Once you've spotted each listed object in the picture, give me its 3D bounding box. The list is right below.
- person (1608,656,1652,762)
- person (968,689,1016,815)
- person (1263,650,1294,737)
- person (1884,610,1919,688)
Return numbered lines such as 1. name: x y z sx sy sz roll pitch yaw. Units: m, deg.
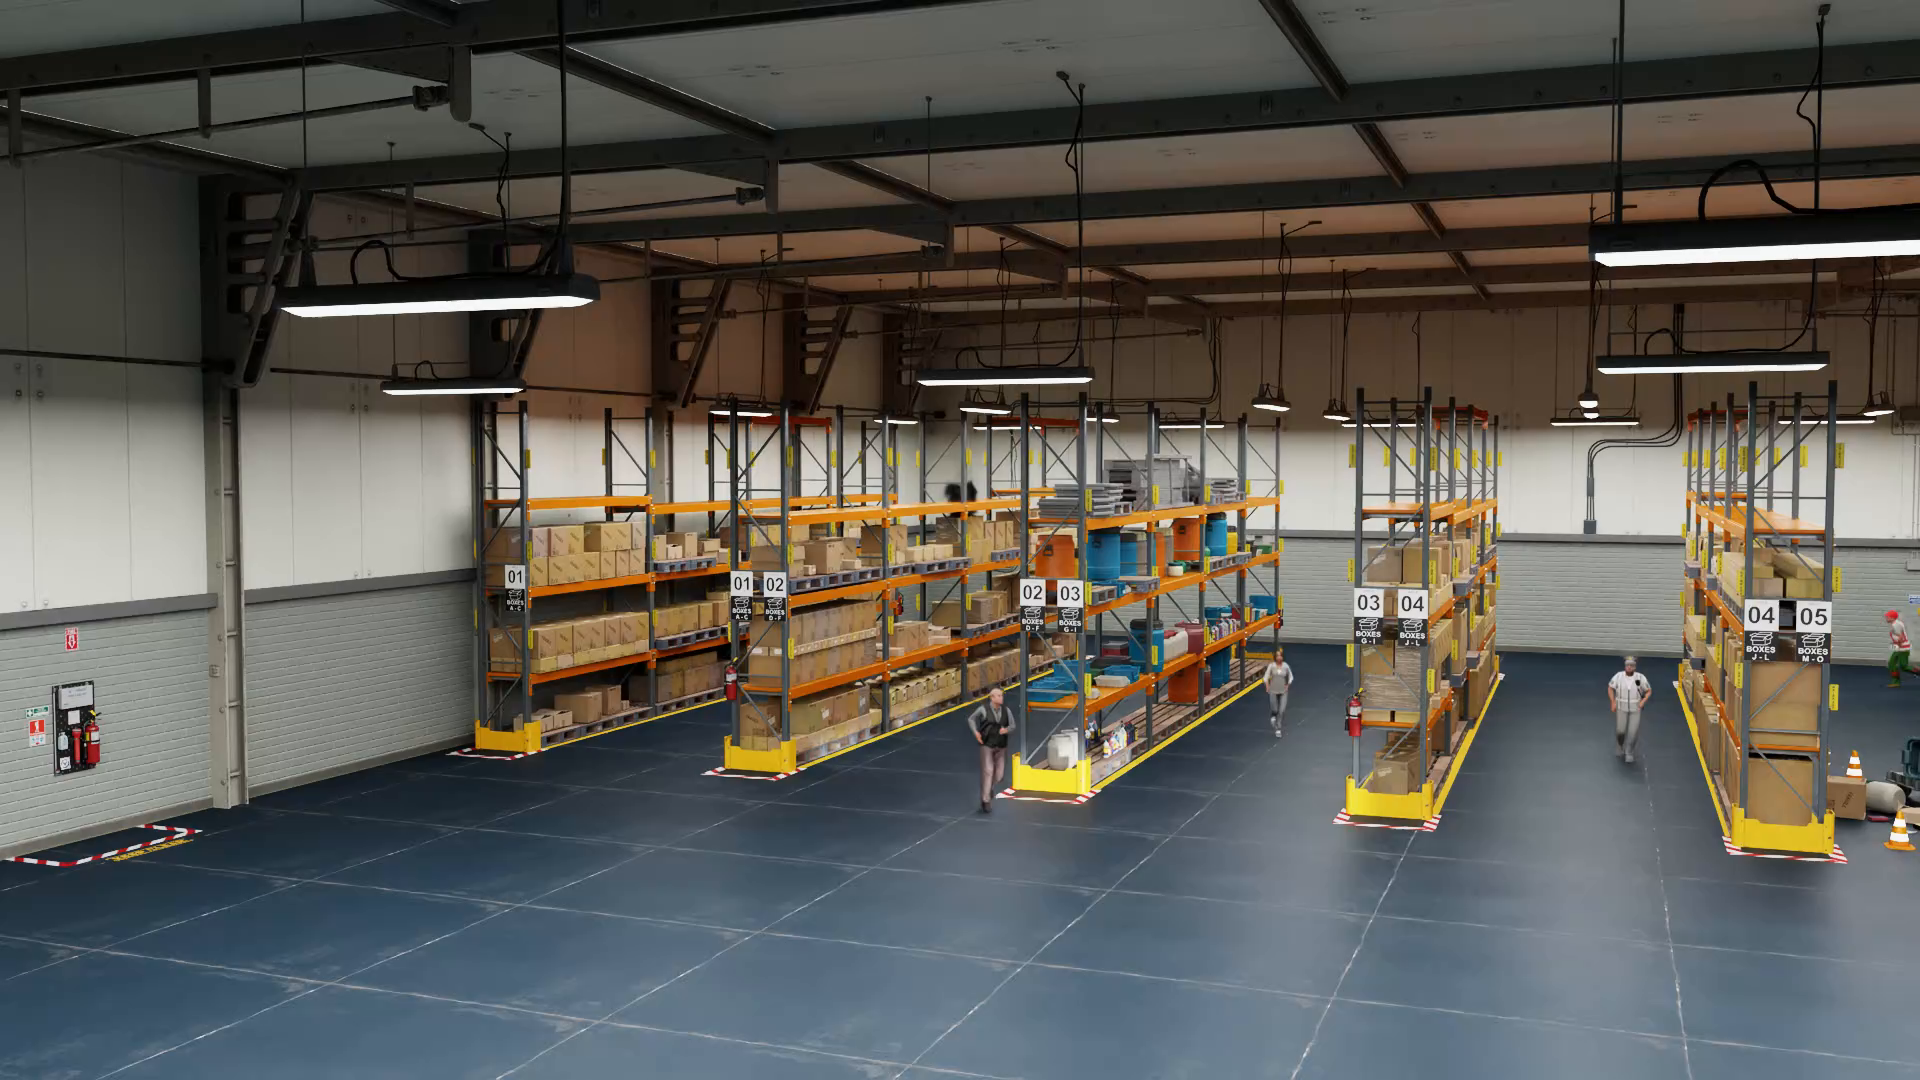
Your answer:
1. person: 11.080 2.794 27.514 0.674 1.744 0.593 1 3 21
2. person: 0.498 2.995 23.933 0.671 1.709 0.947 -1 3 -22
3. person: 5.768 2.768 30.109 0.538 1.557 0.548 0 3 6
4. person: 20.604 2.403 36.186 0.911 1.719 0.641 2 3 32
